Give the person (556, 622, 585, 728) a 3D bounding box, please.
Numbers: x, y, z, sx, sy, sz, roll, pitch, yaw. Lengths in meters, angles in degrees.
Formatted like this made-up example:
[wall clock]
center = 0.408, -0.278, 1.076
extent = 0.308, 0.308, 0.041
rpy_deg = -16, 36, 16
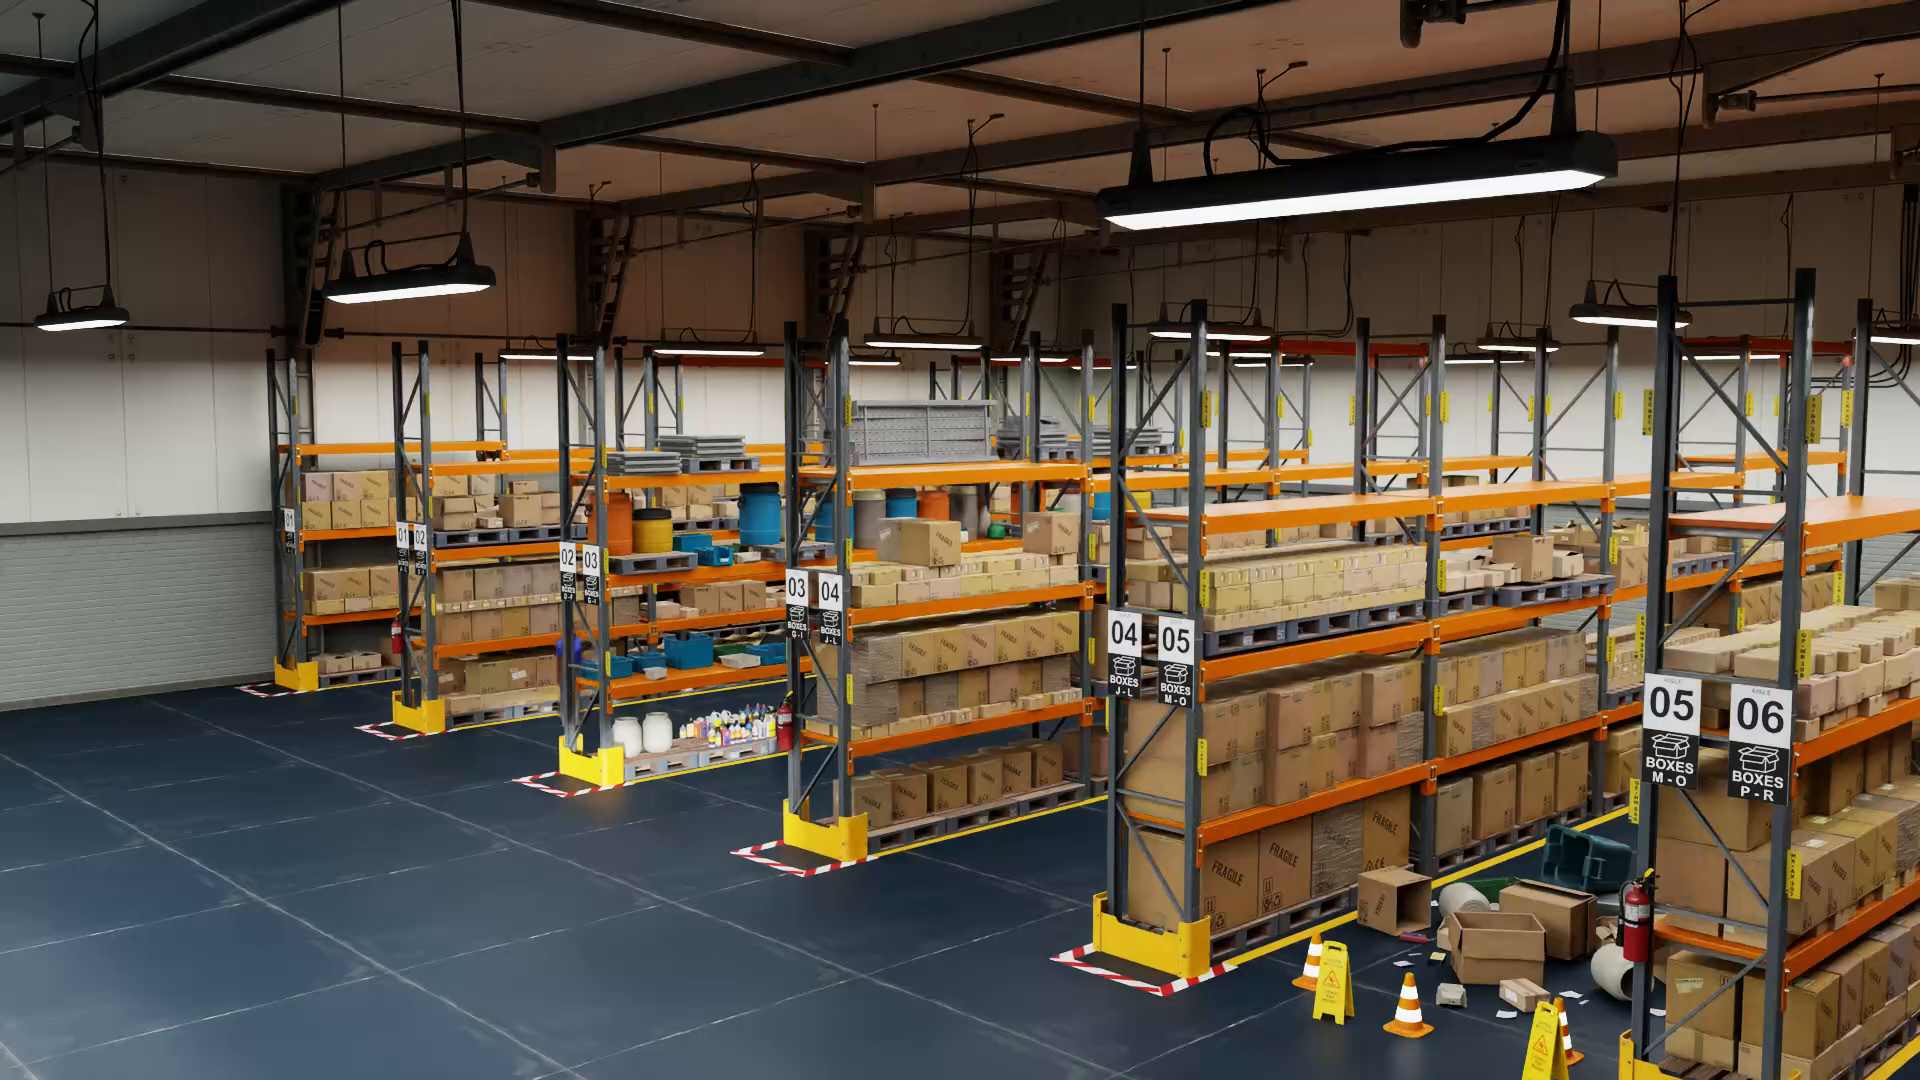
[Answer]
[person]
center = -6.098, 2.087, 26.017
extent = 0.470, 1.671, 0.358
rpy_deg = -4, 6, -39
